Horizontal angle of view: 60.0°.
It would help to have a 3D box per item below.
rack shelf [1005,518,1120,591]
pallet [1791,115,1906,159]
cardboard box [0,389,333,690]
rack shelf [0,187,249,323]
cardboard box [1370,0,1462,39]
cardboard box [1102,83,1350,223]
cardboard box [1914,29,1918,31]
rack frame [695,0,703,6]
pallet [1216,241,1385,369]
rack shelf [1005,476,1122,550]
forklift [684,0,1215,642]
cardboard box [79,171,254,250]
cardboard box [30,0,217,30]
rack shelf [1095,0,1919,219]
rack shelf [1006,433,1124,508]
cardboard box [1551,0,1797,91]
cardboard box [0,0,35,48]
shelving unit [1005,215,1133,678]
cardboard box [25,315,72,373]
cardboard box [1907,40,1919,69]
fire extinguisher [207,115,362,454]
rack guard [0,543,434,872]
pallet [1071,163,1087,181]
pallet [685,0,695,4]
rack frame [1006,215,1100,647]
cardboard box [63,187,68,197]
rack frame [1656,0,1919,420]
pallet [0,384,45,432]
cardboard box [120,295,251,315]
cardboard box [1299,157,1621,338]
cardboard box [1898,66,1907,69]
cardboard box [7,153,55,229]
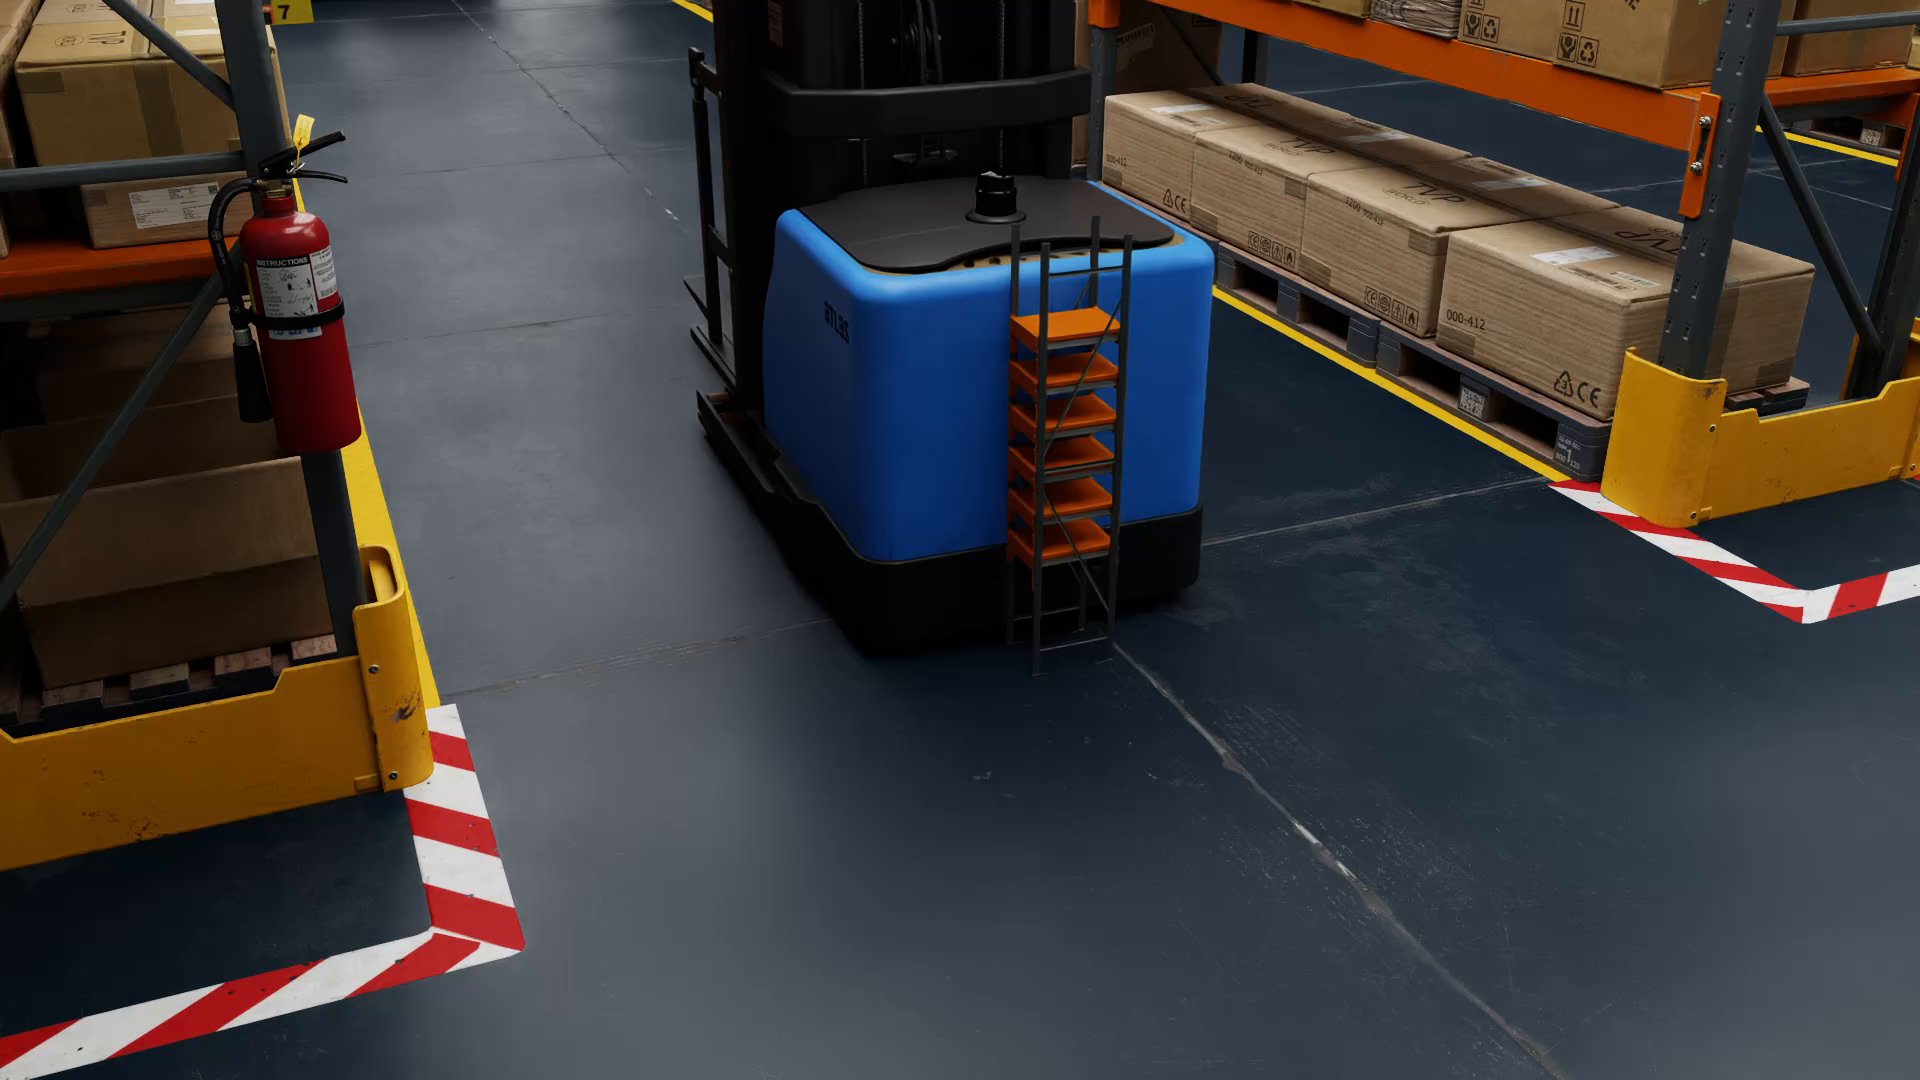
[{"bbox_3d":[0.273,0.032,4.466,0.258,0.103,0.180,-10,28,-19],"label":"rack shelf"},{"bbox_3d":[5.962,-2.542,10.216,1.003,0.211,1.213,-11,28,-21],"label":"pallet"},{"bbox_3d":[-2.001,-0.030,4.259,0.797,0.503,0.637,-12,28,-23],"label":"cardboard box"},{"bbox_3d":[-2.632,-1.184,5.075,1.077,0.370,4.000,-11,28,-21],"label":"rack shelf"},{"bbox_3d":[1.892,-2.159,6.140,0.500,0.500,0.500,-10,28,-19],"label":"cardboard box"},{"bbox_3d":[1.298,-1.934,8.234,0.875,0.438,0.875,-11,28,-21],"label":"cardboard box"},{"bbox_3d":[5.610,-3.060,10.192,0.380,0.149,0.250,-9,28,-19],"label":"cardboard box"},{"bbox_3d":[-1.982,-6.398,14.936,1.000,3.000,0.127,-11,28,-21],"label":"rack frame"},{"bbox_3d":[1.858,-1.102,7.266,1.003,0.211,1.213,-11,28,-21],"label":"pallet"},{"bbox_3d":[0.273,-0.076,4.413,0.258,0.103,0.180,-10,28,-19],"label":"rack shelf"},{"bbox_3d":[-0.303,-1.663,5.315,1.130,2.935,3.031,-10,28,-19],"label":"forklift"},{"bbox_3d":[-1.725,-0.766,3.687,0.380,0.149,0.250,-11,28,-21],"label":"cardboard box"},{"bbox_3d":[-1.976,-1.199,4.118,0.500,0.250,0.500,-10,28,-20],"label":"cardboard box"},{"bbox_3d":[1.934,-2.038,6.825,1.077,0.370,4.000,-11,28,-21],"label":"rack shelf"},{"bbox_3d":[0.273,-0.184,4.361,0.258,0.103,0.180,-10,28,-19],"label":"rack shelf"},{"bbox_3d":[2.285,-1.748,5.298,0.500,0.500,0.500,-10,28,-20],"label":"cardboard box"},{"bbox_3d":[-2.473,-1.114,3.945,0.500,0.250,0.500,-10,28,-20],"label":"cardboard box"},{"bbox_3d":[0.273,-0.224,4.341,0.258,1.200,0.189,-10,28,-19],"label":"shelving unit"},{"bbox_3d":[-3.204,-0.740,6.117,0.380,0.149,0.250,-11,28,-21],"label":"cardboard box"},{"bbox_3d":[5.808,-2.845,9.751,0.380,0.149,0.250,-11,28,-21],"label":"cardboard box"},{"bbox_3d":[-1.365,-0.517,3.404,0.296,0.674,0.183,-11,28,-21],"label":"fire extinguisher"},{"bbox_3d":[-1.878,0.393,3.875,1.175,0.500,0.348,-11,28,-21],"label":"rack guard"},{"bbox_3d":[0.779,-2.214,9.544,1.003,0.211,1.213,-11,28,-21],"label":"pallet"},{"bbox_3d":[-2.278,-5.410,16.090,1.003,0.211,1.213,-11,28,-21],"label":"pallet"},{"bbox_3d":[0.241,-0.261,4.418,0.240,1.200,0.006,-10,28,-19],"label":"rack frame"},{"bbox_3d":[-2.002,-0.961,4.086,0.380,0.149,0.250,-11,28,-21],"label":"cardboard box"},{"bbox_3d":[2.717,-1.554,5.014,1.000,3.000,0.127,-11,28,-21],"label":"rack frame"},{"bbox_3d":[-2.665,-0.290,5.605,1.003,0.211,1.213,-11,28,-21],"label":"pallet"},{"bbox_3d":[-2.415,-0.611,5.452,0.500,0.500,0.500,-10,28,-20],"label":"cardboard box"},{"bbox_3d":[2.001,-1.209,6.748,0.875,0.438,0.875,-10,28,-19],"label":"cardboard box"},{"bbox_3d":[5.695,-2.813,10.025,0.380,0.149,0.250,-10,28,-20],"label":"cardboard box"},{"bbox_3d":[-2.268,-0.787,3.730,0.380,0.149,0.250,-10,28,-19],"label":"cardboard box"}]
